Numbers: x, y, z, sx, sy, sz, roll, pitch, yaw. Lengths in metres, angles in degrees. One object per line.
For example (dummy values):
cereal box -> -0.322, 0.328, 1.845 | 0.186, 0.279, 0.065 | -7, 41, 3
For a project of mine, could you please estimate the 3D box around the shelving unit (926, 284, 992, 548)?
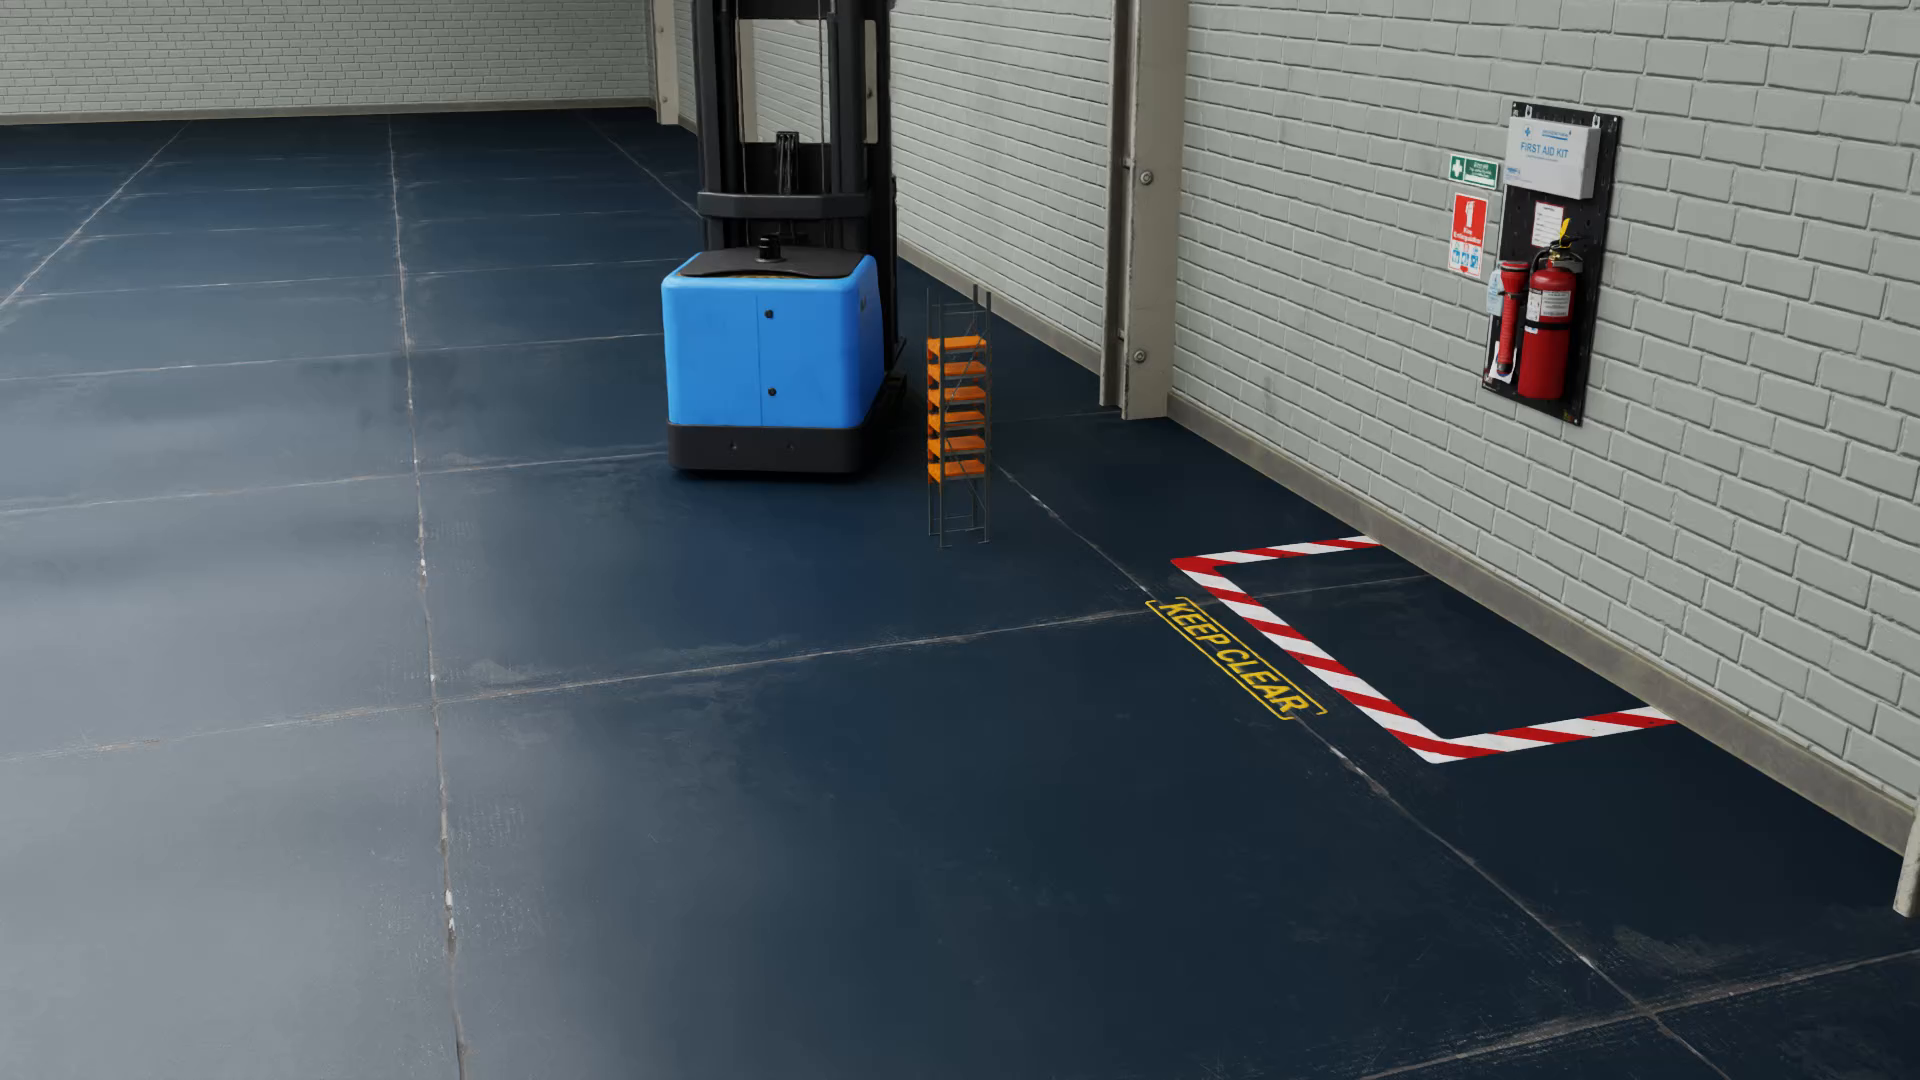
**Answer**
shelving unit -> -0.005, -0.569, 7.727 | 0.258, 1.200, 0.189 | -6, 21, -17

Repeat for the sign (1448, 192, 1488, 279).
sign -> 2.136, -1.283, 6.999 | 0.001, 0.329, 0.234 | -6, 21, -17

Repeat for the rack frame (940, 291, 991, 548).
rack frame -> 0.024, -0.540, 7.645 | 0.240, 1.200, 0.006 | -6, 21, -17

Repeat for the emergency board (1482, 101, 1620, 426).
emergency board -> 2.212, -1.078, 6.480 | 0.194, 1.169, 0.643 | -6, 21, -17

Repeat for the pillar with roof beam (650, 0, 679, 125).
pillar with roof beam -> -8.678, -10.349, 23.416 | 9.100, 9.000, 0.400 | -6, 21, -17

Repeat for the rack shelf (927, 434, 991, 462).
rack shelf -> -0.005, -0.415, 7.782 | 0.258, 0.103, 0.180 | -6, 21, -17

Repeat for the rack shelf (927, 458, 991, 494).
rack shelf -> -0.005, -0.302, 7.823 | 0.258, 0.103, 0.180 | -6, 21, -17

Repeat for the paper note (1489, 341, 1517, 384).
paper note -> 2.222, -0.728, 6.808 | 0.016, 0.148, 0.142 | -6, 21, -17

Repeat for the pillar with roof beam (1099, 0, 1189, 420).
pillar with roof beam -> -3.020, -4.572, 7.334 | 9.100, 9.000, 0.400 | -6, 21, -17

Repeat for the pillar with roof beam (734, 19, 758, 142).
pillar with roof beam -> -6.792, -8.423, 18.055 | 9.100, 9.000, 0.400 | -6, 21, -17

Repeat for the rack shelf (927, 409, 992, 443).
rack shelf -> -0.005, -0.528, 7.742 | 0.258, 0.103, 0.180 | -6, 21, -17

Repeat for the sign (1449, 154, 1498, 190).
sign -> 2.129, -1.530, 6.902 | 0.001, 0.109, 0.331 | -6, 21, -17

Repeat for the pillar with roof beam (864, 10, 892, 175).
pillar with roof beam -> -4.906, -6.498, 12.695 | 9.100, 9.000, 0.400 | -6, 21, -17

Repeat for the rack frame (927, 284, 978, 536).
rack frame -> -0.033, -0.599, 7.808 | 0.240, 1.200, 0.006 | -6, 21, -17

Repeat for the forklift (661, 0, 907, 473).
forklift -> -0.912, -2.182, 9.657 | 1.130, 2.935, 3.031 | 1, 20, 4

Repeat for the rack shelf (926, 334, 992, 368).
rack shelf -> -0.005, -0.866, 7.620 | 0.258, 0.103, 0.180 | -6, 21, -17

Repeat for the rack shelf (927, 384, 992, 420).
rack shelf -> -0.005, -0.640, 7.701 | 0.258, 0.103, 0.180 | -6, 21, -17

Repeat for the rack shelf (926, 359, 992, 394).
rack shelf -> -0.005, -0.753, 7.660 | 0.258, 0.103, 0.180 | -6, 21, -17
